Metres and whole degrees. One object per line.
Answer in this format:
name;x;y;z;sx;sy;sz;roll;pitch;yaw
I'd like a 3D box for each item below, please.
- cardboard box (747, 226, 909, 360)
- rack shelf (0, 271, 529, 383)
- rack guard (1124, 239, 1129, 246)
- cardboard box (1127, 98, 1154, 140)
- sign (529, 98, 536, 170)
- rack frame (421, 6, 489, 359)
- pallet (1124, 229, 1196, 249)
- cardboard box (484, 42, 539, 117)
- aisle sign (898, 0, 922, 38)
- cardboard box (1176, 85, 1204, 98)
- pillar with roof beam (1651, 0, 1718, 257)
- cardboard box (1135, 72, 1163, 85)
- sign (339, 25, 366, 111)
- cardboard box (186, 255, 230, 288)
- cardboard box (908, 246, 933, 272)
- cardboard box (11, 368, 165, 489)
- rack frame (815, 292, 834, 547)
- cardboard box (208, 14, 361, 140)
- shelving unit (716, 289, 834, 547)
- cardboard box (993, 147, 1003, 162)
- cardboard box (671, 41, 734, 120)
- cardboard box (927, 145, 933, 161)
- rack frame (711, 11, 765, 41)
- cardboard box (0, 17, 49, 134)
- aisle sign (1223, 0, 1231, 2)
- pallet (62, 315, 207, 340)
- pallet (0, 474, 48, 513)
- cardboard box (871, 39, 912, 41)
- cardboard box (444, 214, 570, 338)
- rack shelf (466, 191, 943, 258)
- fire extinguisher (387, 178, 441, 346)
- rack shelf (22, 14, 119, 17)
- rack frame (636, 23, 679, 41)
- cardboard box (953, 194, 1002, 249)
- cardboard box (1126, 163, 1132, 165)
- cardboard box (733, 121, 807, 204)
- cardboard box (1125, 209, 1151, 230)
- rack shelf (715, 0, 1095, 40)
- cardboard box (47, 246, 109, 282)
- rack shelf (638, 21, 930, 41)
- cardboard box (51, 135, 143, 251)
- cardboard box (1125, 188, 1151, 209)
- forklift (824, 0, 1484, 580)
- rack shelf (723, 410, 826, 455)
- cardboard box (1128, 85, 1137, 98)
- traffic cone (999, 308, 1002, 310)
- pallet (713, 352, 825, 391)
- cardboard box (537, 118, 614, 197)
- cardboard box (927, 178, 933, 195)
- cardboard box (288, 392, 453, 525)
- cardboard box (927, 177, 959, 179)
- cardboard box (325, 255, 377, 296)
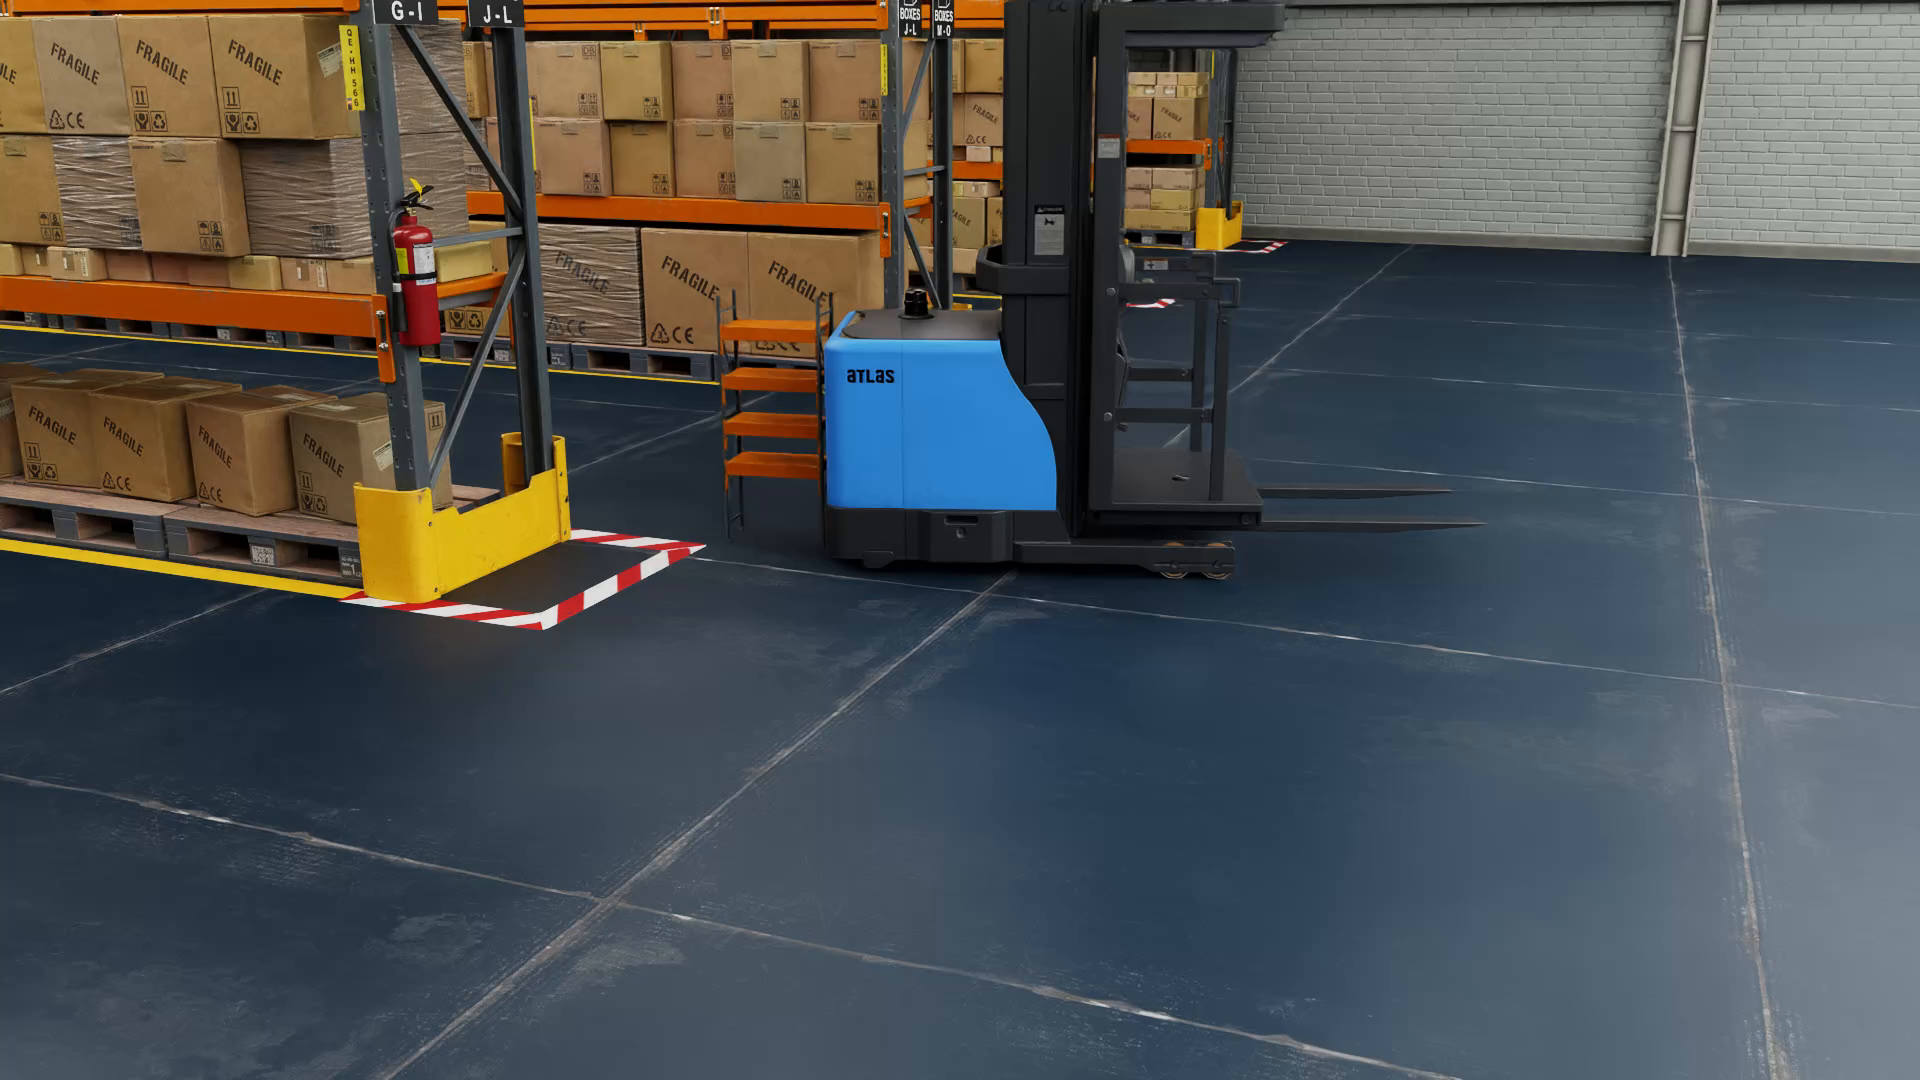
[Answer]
cardboard box;-0.946;-1.829;12.151;0.875;0.875;0.875;6;17;21
rack shelf;-4.065;-1.178;8.143;4.000;0.370;1.077;6;17;21
rack guard;1.361;-2.697;16.566;0.348;0.500;1.175;6;17;21
cardboard box;2.216;-5.263;20.743;0.500;0.500;0.500;7;18;22
sign;-2.006;-1.876;7.702;0.005;0.325;0.100;6;17;21
rack frame;-4.012;-3.004;13.143;0.127;3.000;1.000;6;17;21
pallet;2.522;-3.905;21.248;1.213;0.211;1.003;6;17;21
cardboard box;-3.127;-3.522;12.721;0.550;0.550;0.875;6;17;21
aisle sign;-0.335;-3.759;11.078;0.004;0.787;0.394;6;17;21
cardboard box;2.824;-5.500;20.394;0.250;0.149;0.380;7;17;21
pillar with roof beam;6.934;-6.633;14.881;0.400;9.000;9.100;6;17;21
cardboard box;2.344;-5.698;20.546;0.250;0.149;0.380;7;17;22
sign;-2.427;-1.885;6.643;0.005;0.325;0.100;6;17;21
cardboard box;-3.256;-1.242;7.521;0.250;0.149;0.380;6;17;21
cardboard box;-0.387;-2.891;16.929;0.500;0.250;0.500;6;17;19
cardboard box;-4.426;-0.579;8.517;0.500;0.500;0.500;5;17;16
rack frame;-0.639;-0.575;8.003;0.015;1.200;0.240;3;17;12
cardboard box;-2.807;-1.982;7.116;0.500;0.500;0.500;6;17;21
shelving unit;-0.878;-0.590;8.053;0.503;1.200;0.258;3;17;12
cardboard box;0.498;-3.781;16.266;0.250;0.149;0.380;6;17;20
cardboard box;-1.638;-3.359;12.157;0.550;0.550;0.875;6;17;21
cardboard box;-0.211;-3.864;16.555;0.250;0.149;0.380;6;17;20
rack frame;-2.290;-4.299;17.600;0.127;3.000;1.000;6;17;21
cardboard box;-4.201;-2.137;7.649;0.500;0.500;0.500;6;17;21
aisle sign;3.202;-6.343;19.979;0.004;0.787;0.394;6;17;21
pallet;-7.027;-1.974;14.596;1.213;0.211;1.003;6;17;21
pallet;-5.288;-0.330;8.931;1.213;0.211;1.003;6;17;21
cardboard box;-0.517;-4.722;16.554;0.500;0.500;0.700;6;17;20
cardboard box;-3.453;-2.103;13.096;0.875;0.875;0.875;7;17;21
rack shelf;-2.151;-2.454;12.538;4.000;0.370;1.077;6;17;21
fire extinguisher;-2.267;-1.151;6.897;0.183;0.674;0.296;6;17;21
rack shelf;-11.592;-6.417;20.806;4.000;0.370;1.077;6;17;21
rack frame;-4.193;-5.996;23.446;0.127;3.000;1.000;6;17;21
cardboard box;0.104;-3.198;16.641;0.500;0.500;0.500;7;18;23
cardboard box;1.944;-4.741;21.509;0.500;0.250;0.500;6;17;20
cardboard box;-1.172;-2.744;11.977;0.550;0.550;0.875;6;17;21
cardboard box;2.237;-4.078;21.019;0.500;0.250;0.500;6;17;21
rack shelf;-0.429;-5.189;16.578;4.000;0.370;1.077;6;17;21
cardboard box;-3.980;-1.300;7.723;0.250;0.149;0.380;6;17;21
rack shelf;-2.332;-6.886;22.423;4.000;0.370;1.077;6;17;21
cardboard box;-3.665;-1.656;7.784;0.500;0.500;0.875;6;17;21
cardboard box;2.219;-4.321;20.960;0.500;0.250;0.500;6;17;20
forklift;0.910;-1.379;7.667;3.031;2.935;1.130;1;16;2
rack shelf;-0.878;-0.525;8.072;0.480;0.148;0.258;3;17;12
cardboard box;2.130;-5.589;20.701;0.250;0.149;0.380;6;17;20
traffic cone;0.558;-2.381;15.544;0.334;0.463;0.336;6;17;21
pallet;-1.063;-1.318;12.334;1.213;0.211;1.003;6;17;21
cardboard box;-2.685;-2.906;12.533;0.550;0.550;0.875;6;17;21
cardboard box;-0.253;-3.531;16.625;0.250;0.149;0.380;7;18;23
cardboard box;-2.780;-0.389;7.863;0.500;0.500;0.500;10;19;31
cardboard box;-0.137;-4.817;21.771;0.500;0.250;0.500;6;17;20
cardboard box;-2.546;-1.174;7.289;0.250;0.149;0.380;6;17;21
